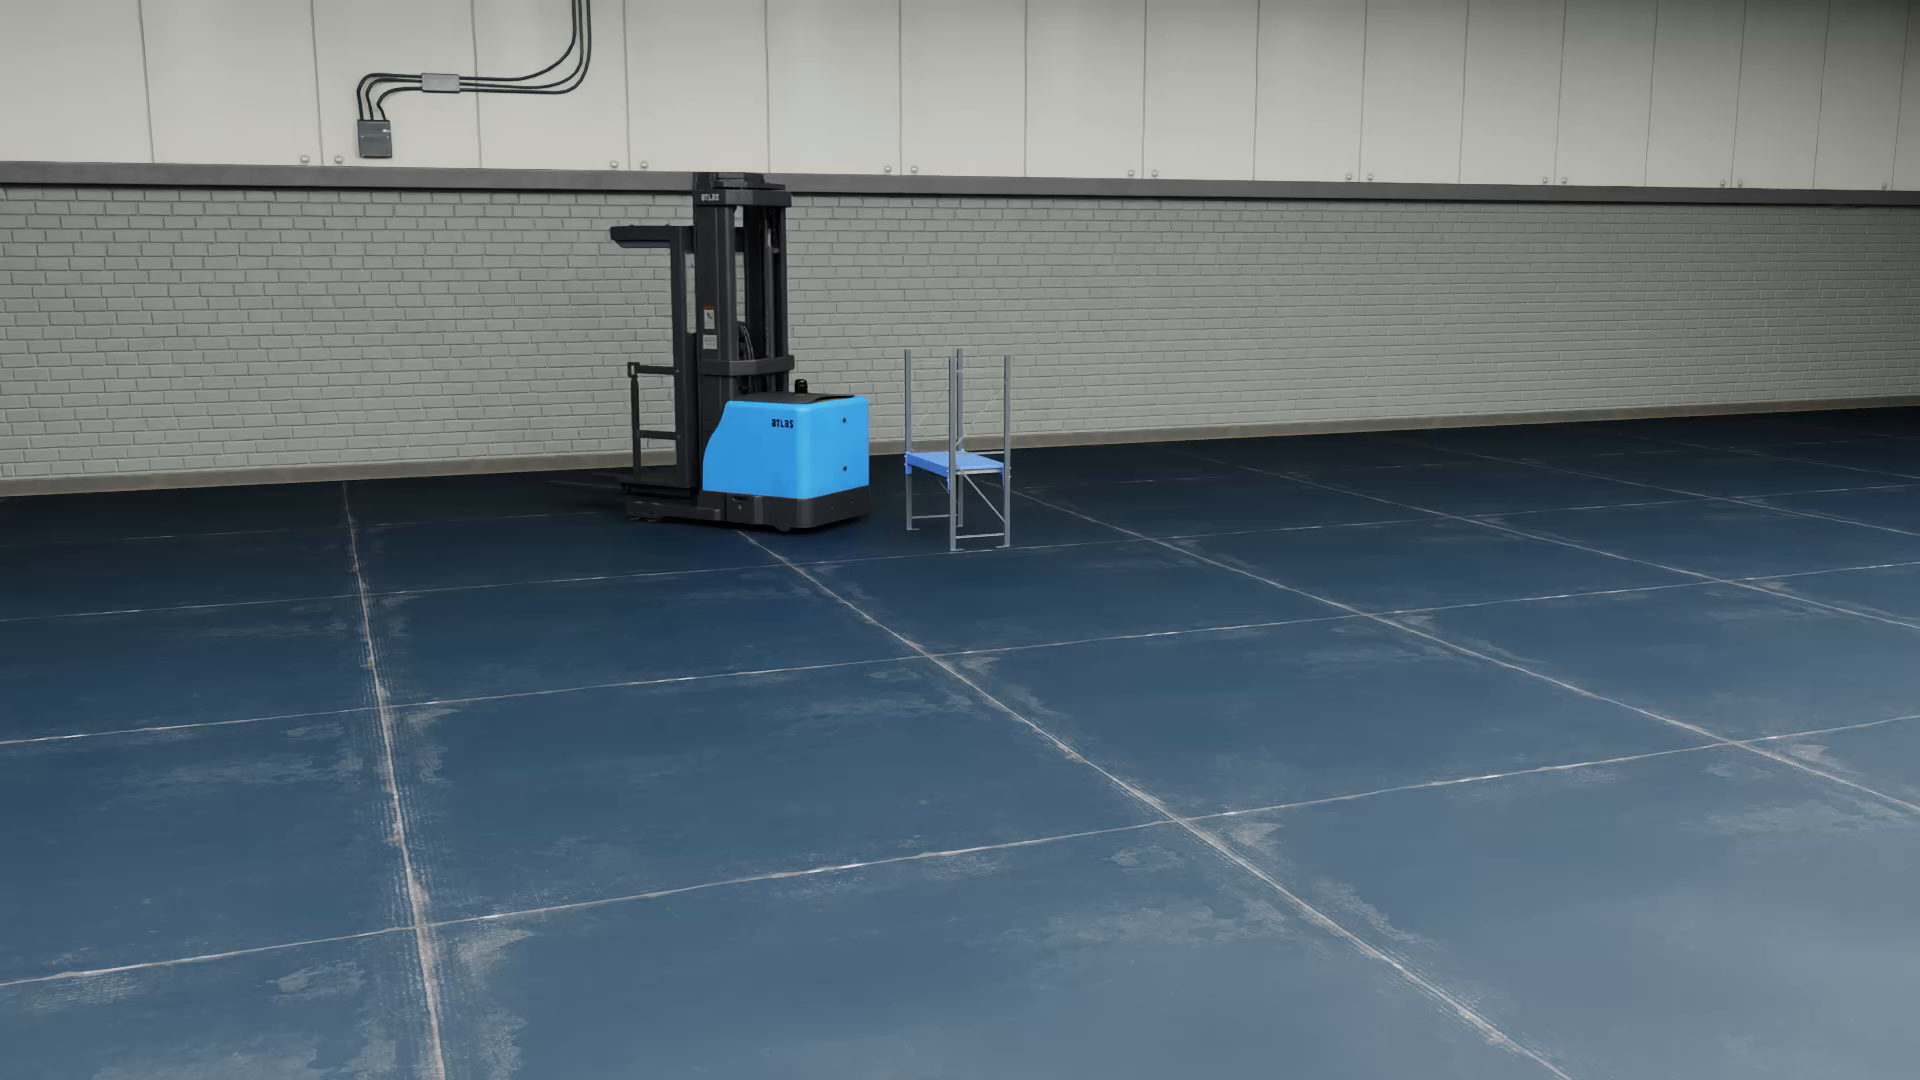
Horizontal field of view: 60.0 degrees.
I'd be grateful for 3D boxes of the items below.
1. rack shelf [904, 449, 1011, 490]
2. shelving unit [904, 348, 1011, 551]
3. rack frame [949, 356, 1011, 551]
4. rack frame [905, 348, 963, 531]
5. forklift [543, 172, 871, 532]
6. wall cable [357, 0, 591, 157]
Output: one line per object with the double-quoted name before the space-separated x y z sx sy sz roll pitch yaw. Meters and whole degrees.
"rack shelf" -0.031 -0.575 13.399 0.538 0.185 1.000 -4 11 -21
"shelving unit" -0.031 -0.752 13.367 0.538 1.500 1.048 -4 11 -21
"rack frame" 0.153 -0.669 12.901 0.500 1.500 0.032 -4 11 -21
"rack frame" -0.215 -0.835 13.834 0.500 1.500 0.032 -4 11 -21
"forklift" -2.306 -1.671 14.443 3.031 2.935 1.130 6 12 29
"wall cable" -4.821 -6.795 16.212 2.305 6.003 0.169 -4 11 -21
